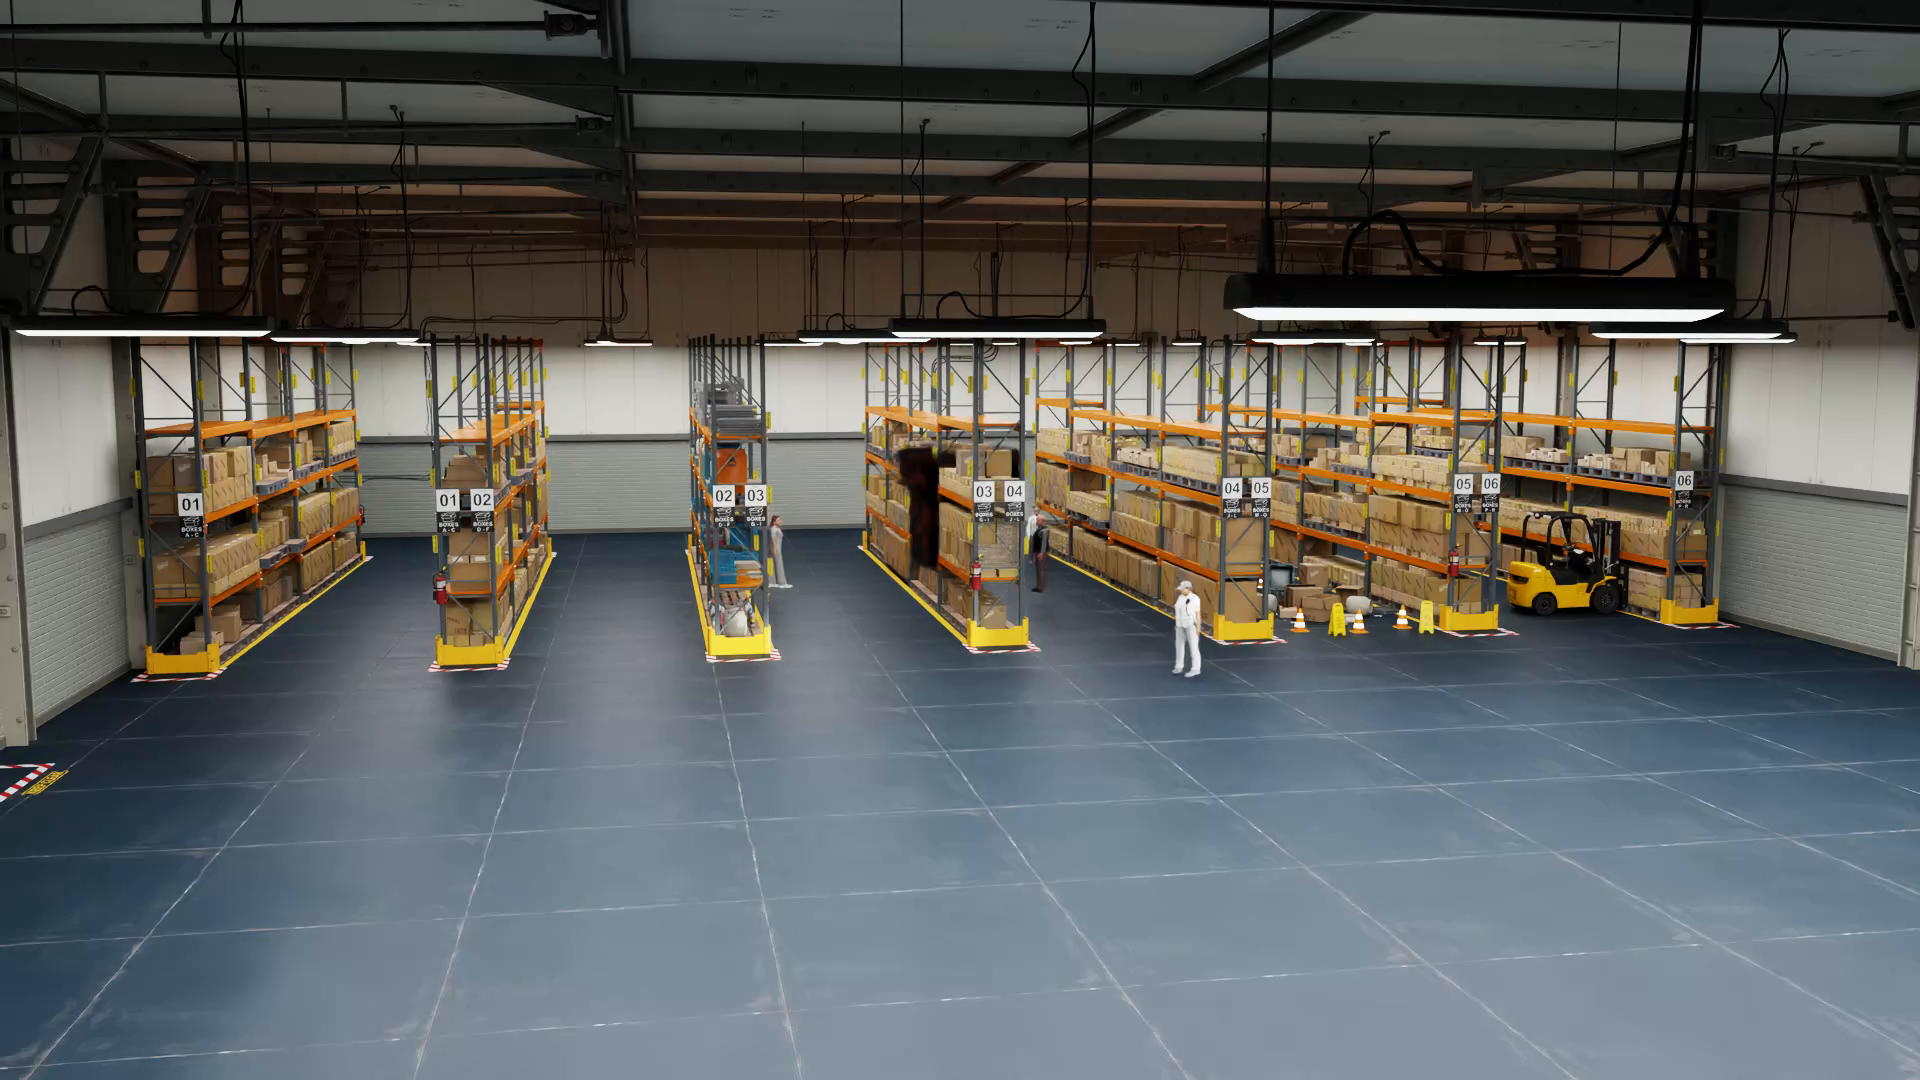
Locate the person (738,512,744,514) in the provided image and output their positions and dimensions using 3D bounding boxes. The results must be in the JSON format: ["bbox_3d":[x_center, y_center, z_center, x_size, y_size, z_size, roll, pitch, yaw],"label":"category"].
[{"bbox_3d":[-6.496,-0.596,48.363,0.430,1.594,0.347,1,7,7],"label":"person"}]

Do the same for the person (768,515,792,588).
[{"bbox_3d":[-4.124,0.252,37.908,0.542,1.673,0.463,-2,7,-15],"label":"person"}]

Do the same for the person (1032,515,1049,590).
[{"bbox_3d":[1.808,0.274,37.260,0.373,1.674,0.538,0,7,3],"label":"person"}]

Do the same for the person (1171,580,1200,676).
[{"bbox_3d":[3.991,1.542,29.334,0.430,1.664,0.526,-6,9,-44],"label":"person"}]

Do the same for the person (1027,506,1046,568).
[{"bbox_3d":[2.029,-0.100,43.705,0.567,1.611,0.991,-1,7,-8],"label":"person"}]
